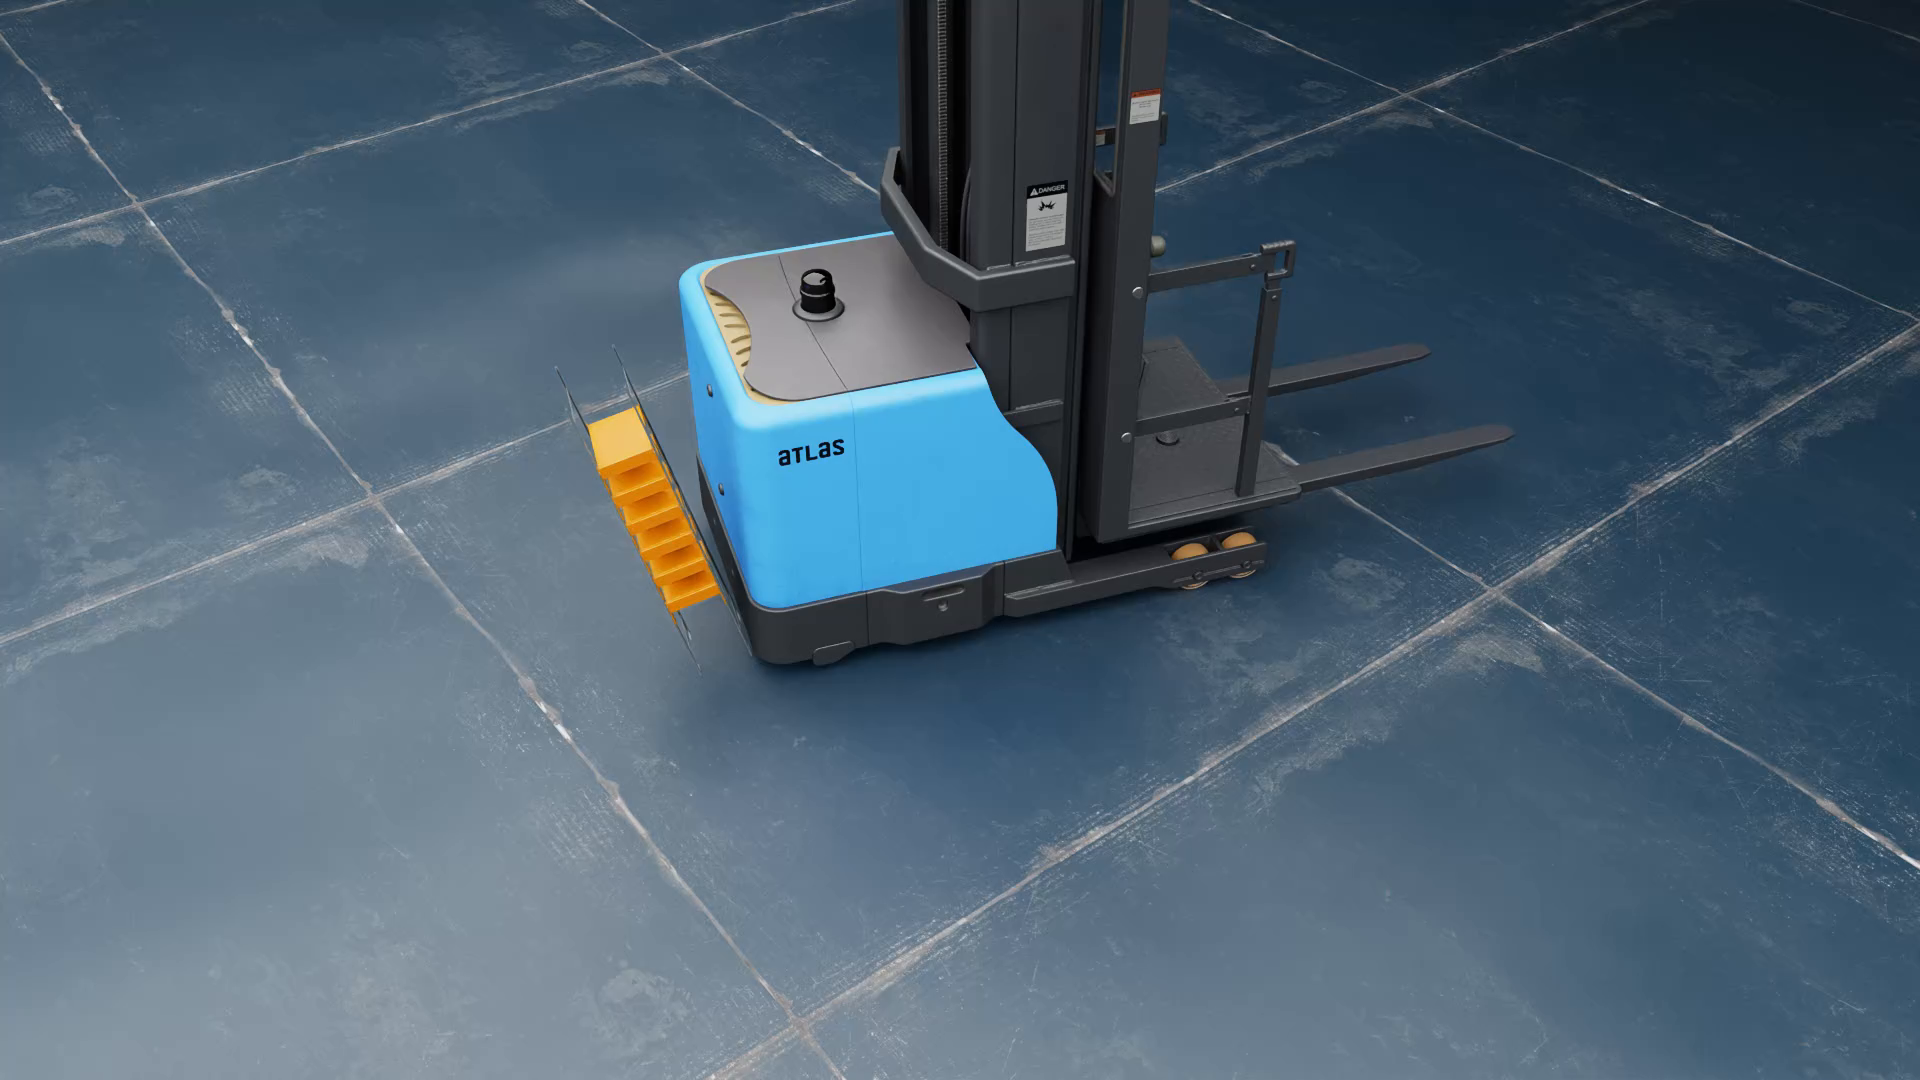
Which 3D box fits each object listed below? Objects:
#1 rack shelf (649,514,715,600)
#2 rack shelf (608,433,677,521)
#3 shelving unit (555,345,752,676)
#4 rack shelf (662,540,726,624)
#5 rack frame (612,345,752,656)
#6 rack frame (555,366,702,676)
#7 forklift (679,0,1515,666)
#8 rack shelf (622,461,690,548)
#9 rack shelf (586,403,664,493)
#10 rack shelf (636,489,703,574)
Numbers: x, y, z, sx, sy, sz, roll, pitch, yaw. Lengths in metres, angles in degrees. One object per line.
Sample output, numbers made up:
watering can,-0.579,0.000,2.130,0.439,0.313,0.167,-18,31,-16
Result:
rack shelf,-0.933,0.051,5.483,0.180,0.103,0.258,-22,42,-4
rack shelf,-1.014,-0.203,5.242,0.180,0.103,0.258,-22,42,-4
shelving unit,-0.970,-0.065,5.373,0.189,1.200,0.258,-22,42,-4
rack shelf,-0.906,0.136,5.564,0.180,0.103,0.258,-22,42,-4
rack frame,-0.886,-0.099,5.380,0.006,1.200,0.240,-22,42,-4
rack frame,-1.055,-0.031,5.366,0.006,1.200,0.240,-22,42,-4
forklift,0.596,-1.261,5.476,3.031,2.935,1.130,-12,41,-14
rack shelf,-0.987,-0.118,5.322,0.180,0.103,0.258,-22,42,-4
rack shelf,-1.041,-0.288,5.161,0.180,0.103,0.258,-22,42,-4
rack shelf,-0.960,-0.034,5.403,0.180,0.103,0.258,-22,42,-4
